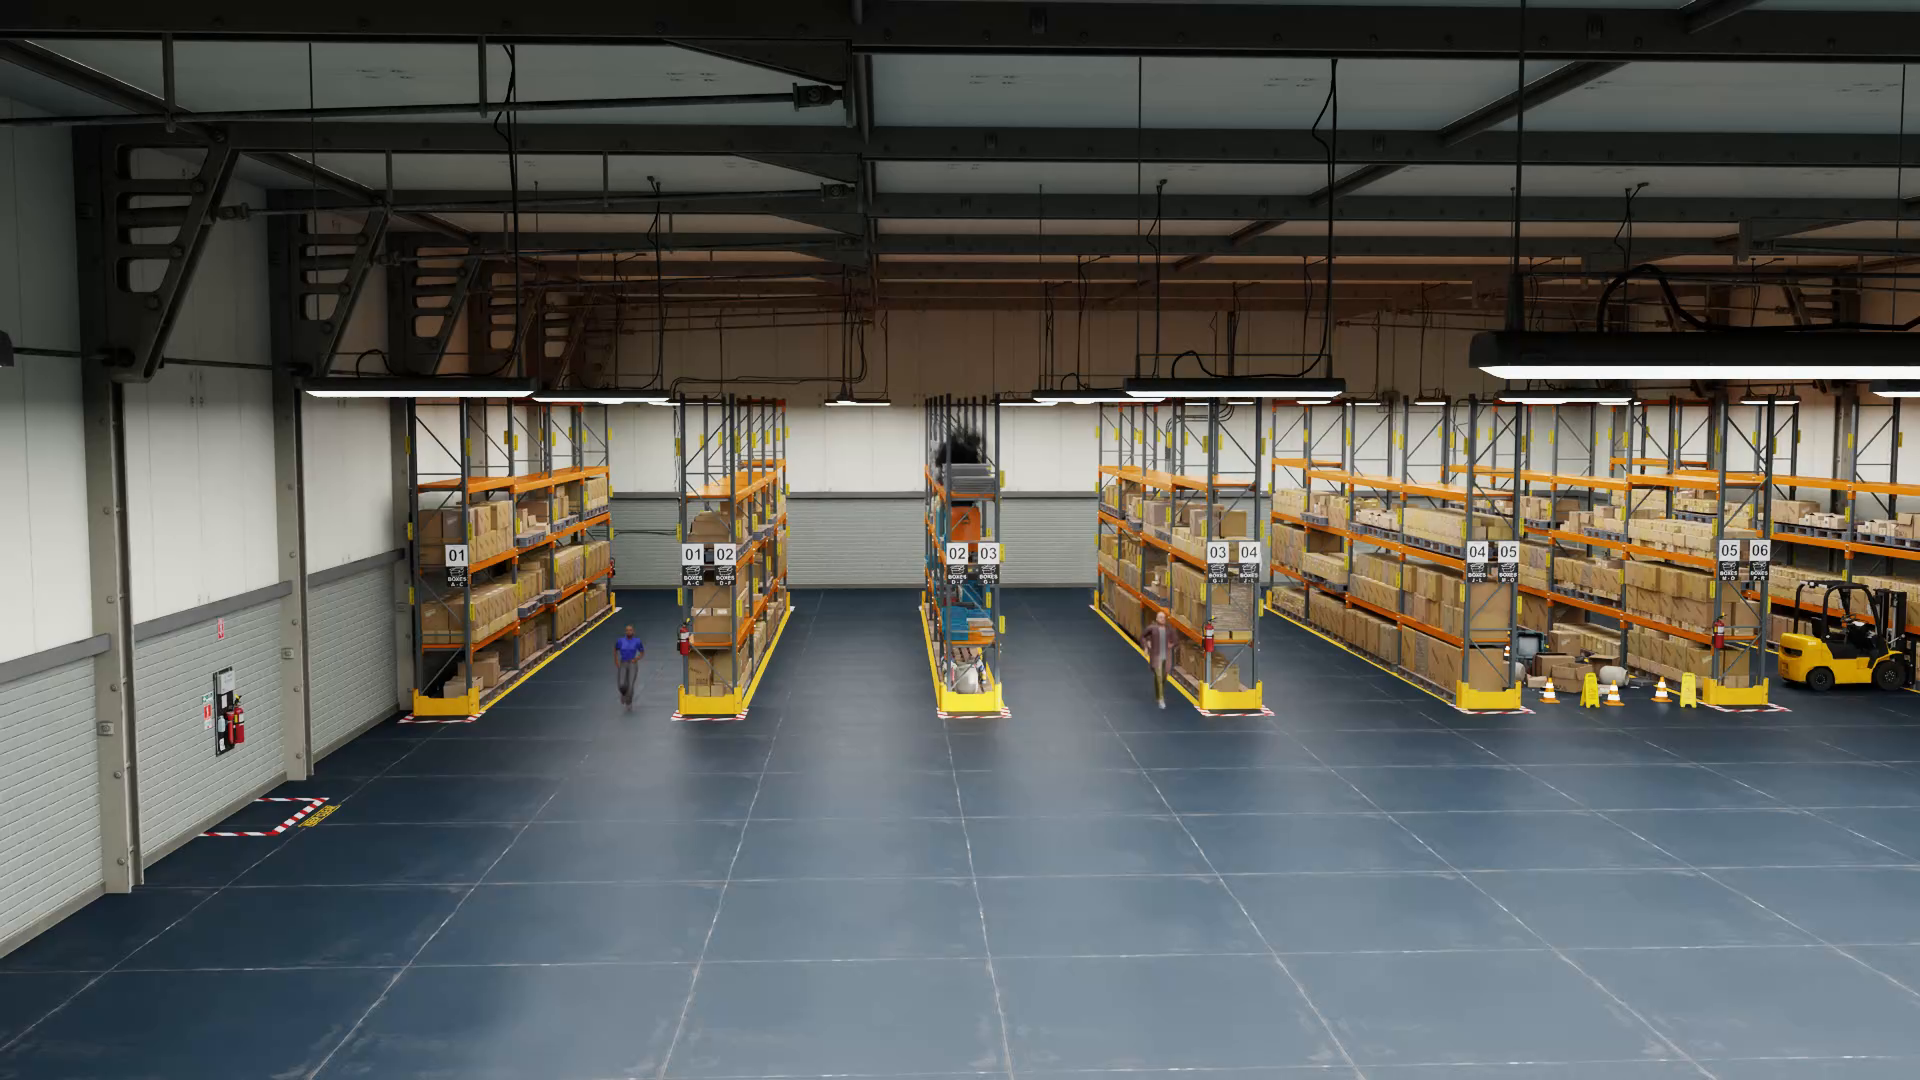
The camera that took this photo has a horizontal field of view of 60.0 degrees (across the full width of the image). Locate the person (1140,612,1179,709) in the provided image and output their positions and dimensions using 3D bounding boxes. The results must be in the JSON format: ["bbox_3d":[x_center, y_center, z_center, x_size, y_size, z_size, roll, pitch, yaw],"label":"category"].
[{"bbox_3d":[3.866,2.281,32.068,0.699,1.801,0.972,-1,5,-9],"label":"person"}]

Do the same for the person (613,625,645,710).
[{"bbox_3d":[-6.308,2.425,31.675,0.603,1.605,0.543,0,5,-4],"label":"person"}]

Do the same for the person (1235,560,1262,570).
[{"bbox_3d":[8.353,1.021,48.553,0.855,1.808,0.767,-4,6,-42],"label":"person"}]
